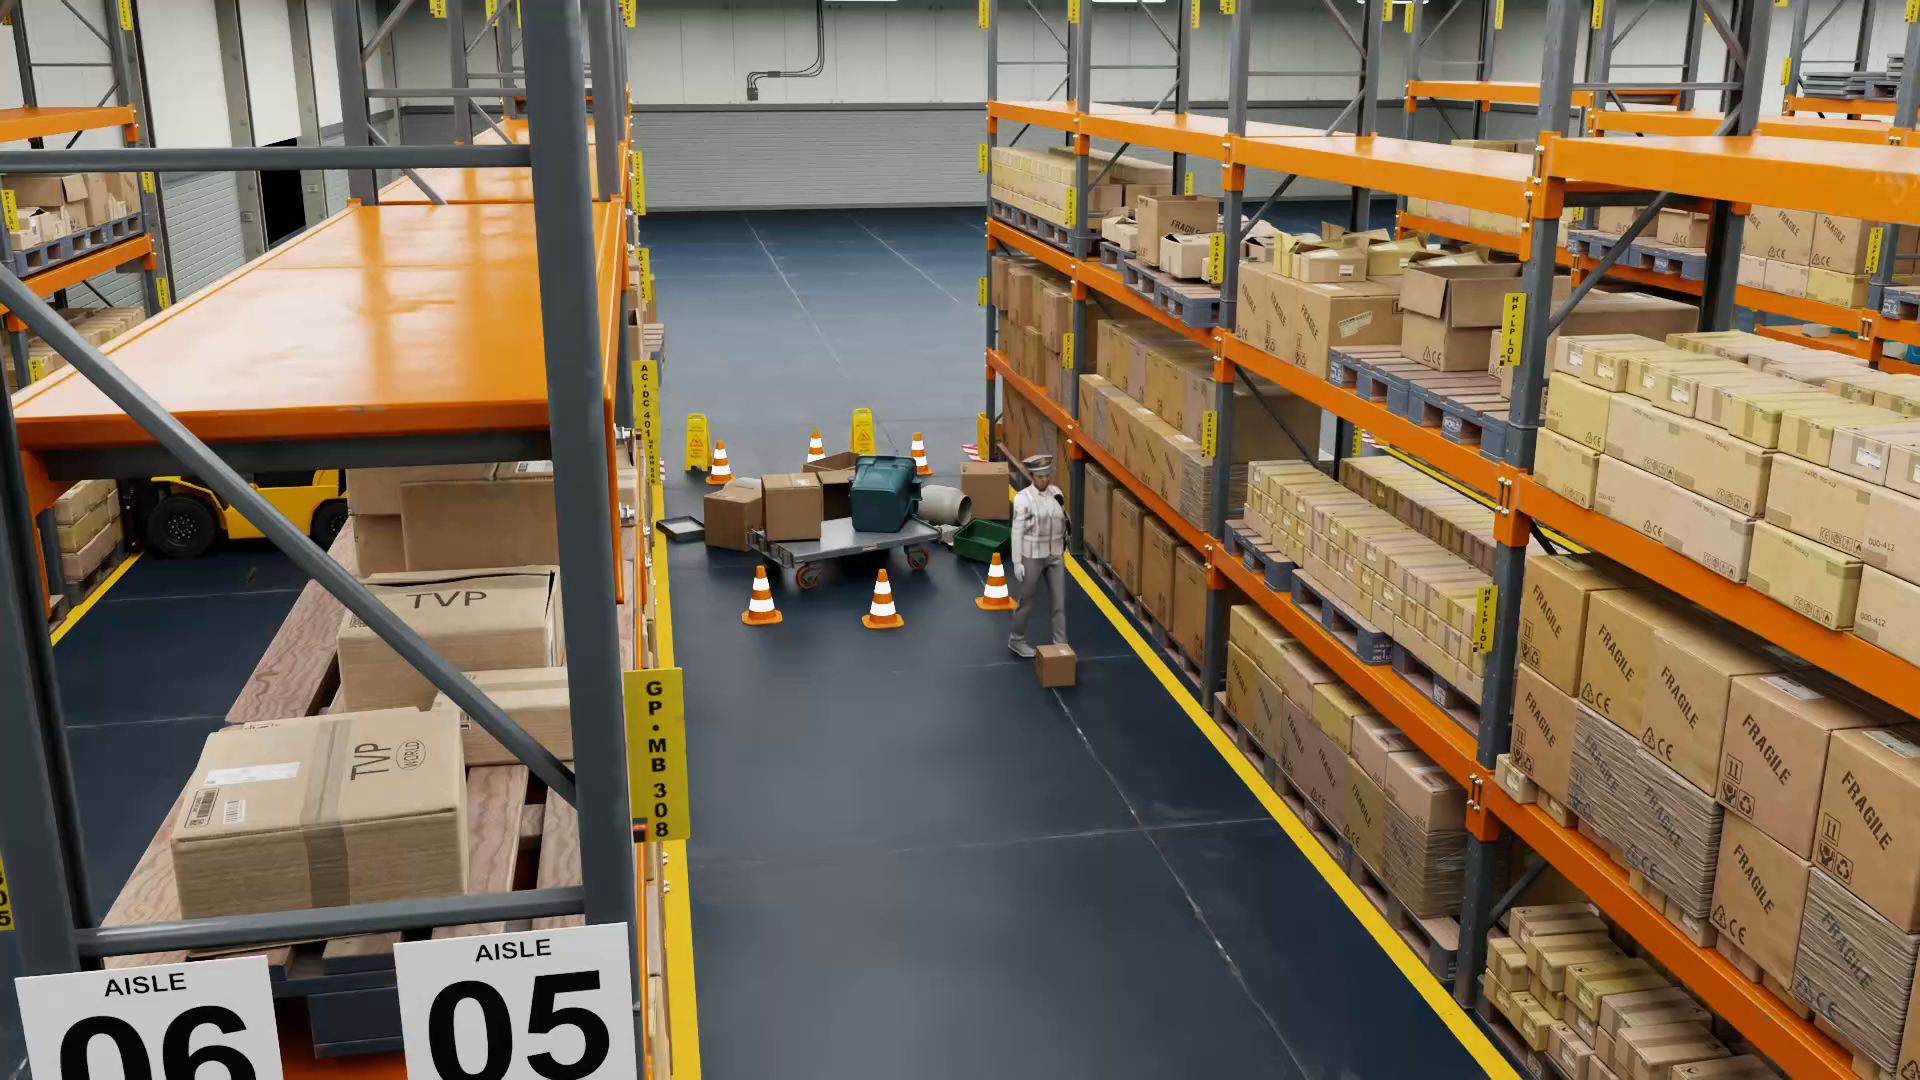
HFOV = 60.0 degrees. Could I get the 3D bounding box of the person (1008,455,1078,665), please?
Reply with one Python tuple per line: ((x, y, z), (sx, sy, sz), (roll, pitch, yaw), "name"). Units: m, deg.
((0.666, 0.154, 12.988), (0.507, 1.674, 0.636), (-9, 18, -27), "person")
